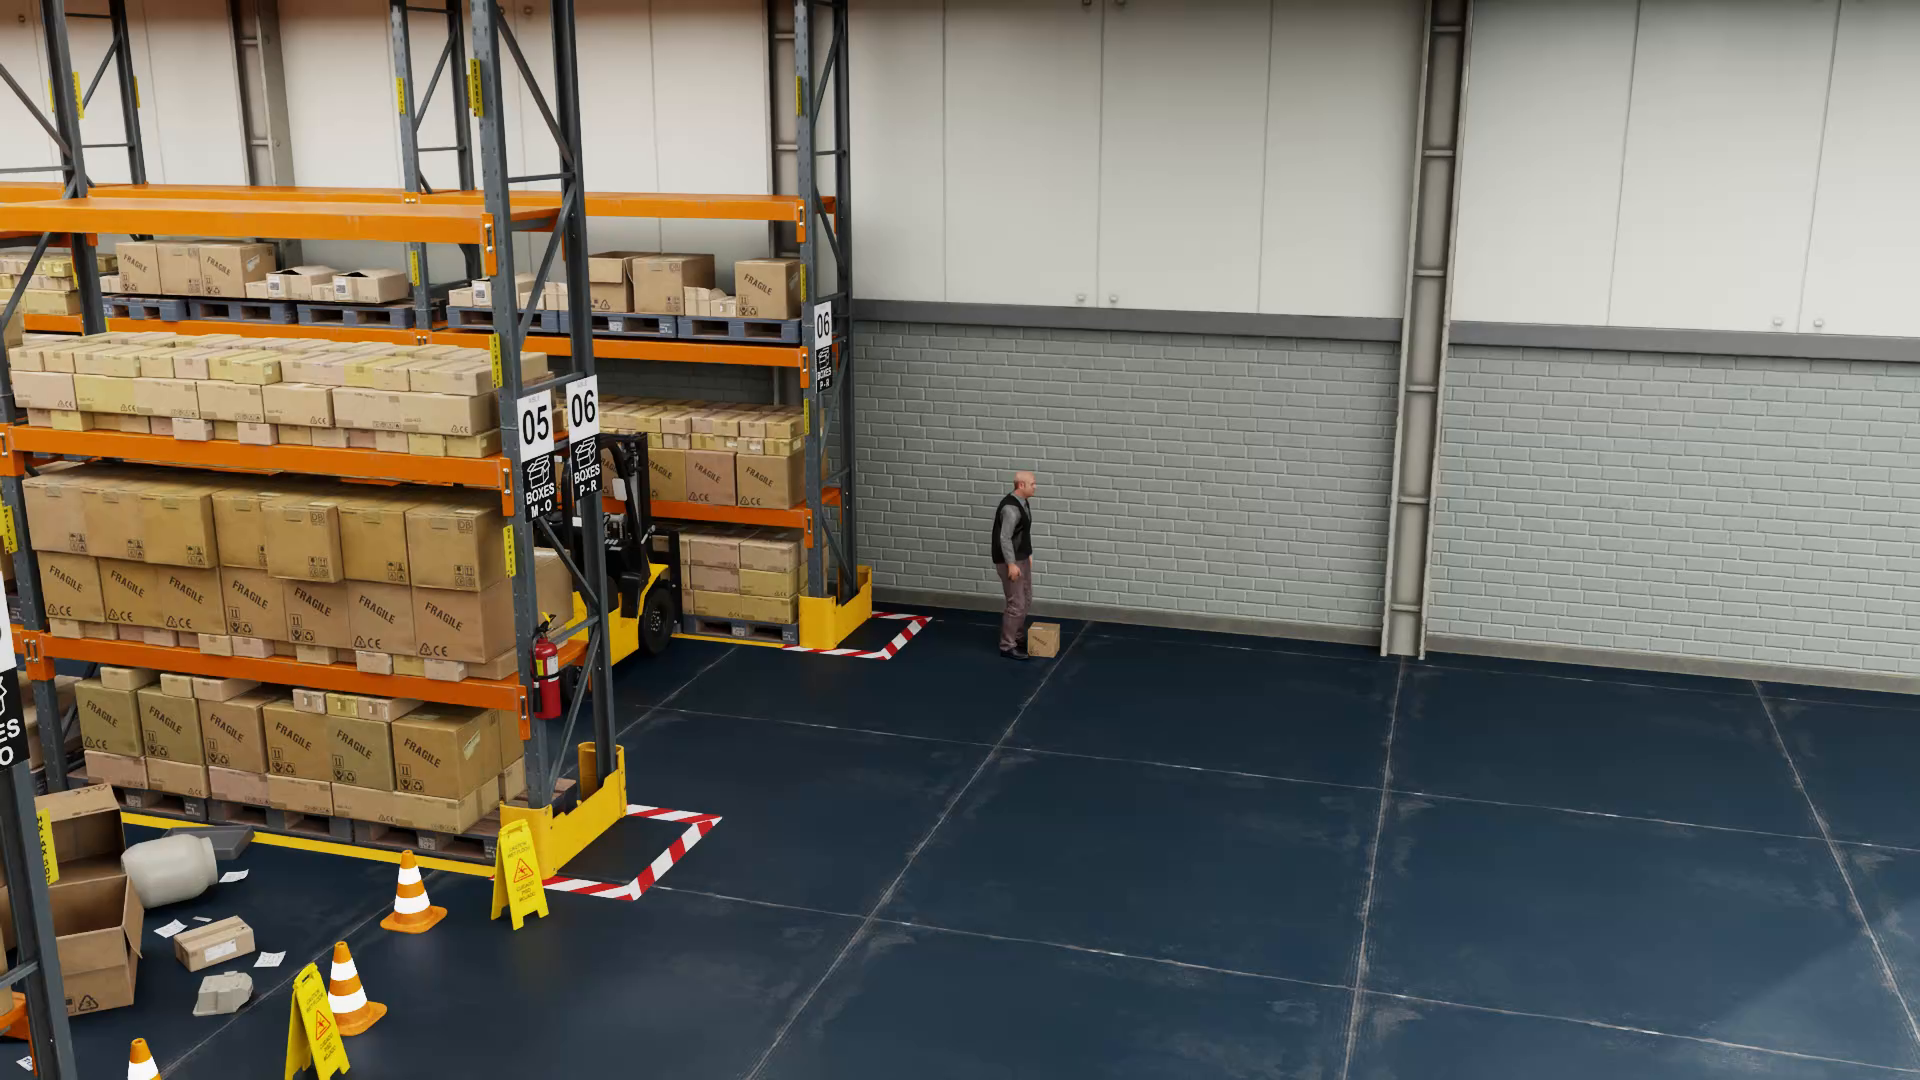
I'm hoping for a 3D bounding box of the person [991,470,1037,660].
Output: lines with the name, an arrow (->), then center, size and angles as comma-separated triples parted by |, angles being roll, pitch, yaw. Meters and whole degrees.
person -> 0.499, 0.250, 15.331 | 0.417, 1.614, 0.579 | 4, 15, 15
